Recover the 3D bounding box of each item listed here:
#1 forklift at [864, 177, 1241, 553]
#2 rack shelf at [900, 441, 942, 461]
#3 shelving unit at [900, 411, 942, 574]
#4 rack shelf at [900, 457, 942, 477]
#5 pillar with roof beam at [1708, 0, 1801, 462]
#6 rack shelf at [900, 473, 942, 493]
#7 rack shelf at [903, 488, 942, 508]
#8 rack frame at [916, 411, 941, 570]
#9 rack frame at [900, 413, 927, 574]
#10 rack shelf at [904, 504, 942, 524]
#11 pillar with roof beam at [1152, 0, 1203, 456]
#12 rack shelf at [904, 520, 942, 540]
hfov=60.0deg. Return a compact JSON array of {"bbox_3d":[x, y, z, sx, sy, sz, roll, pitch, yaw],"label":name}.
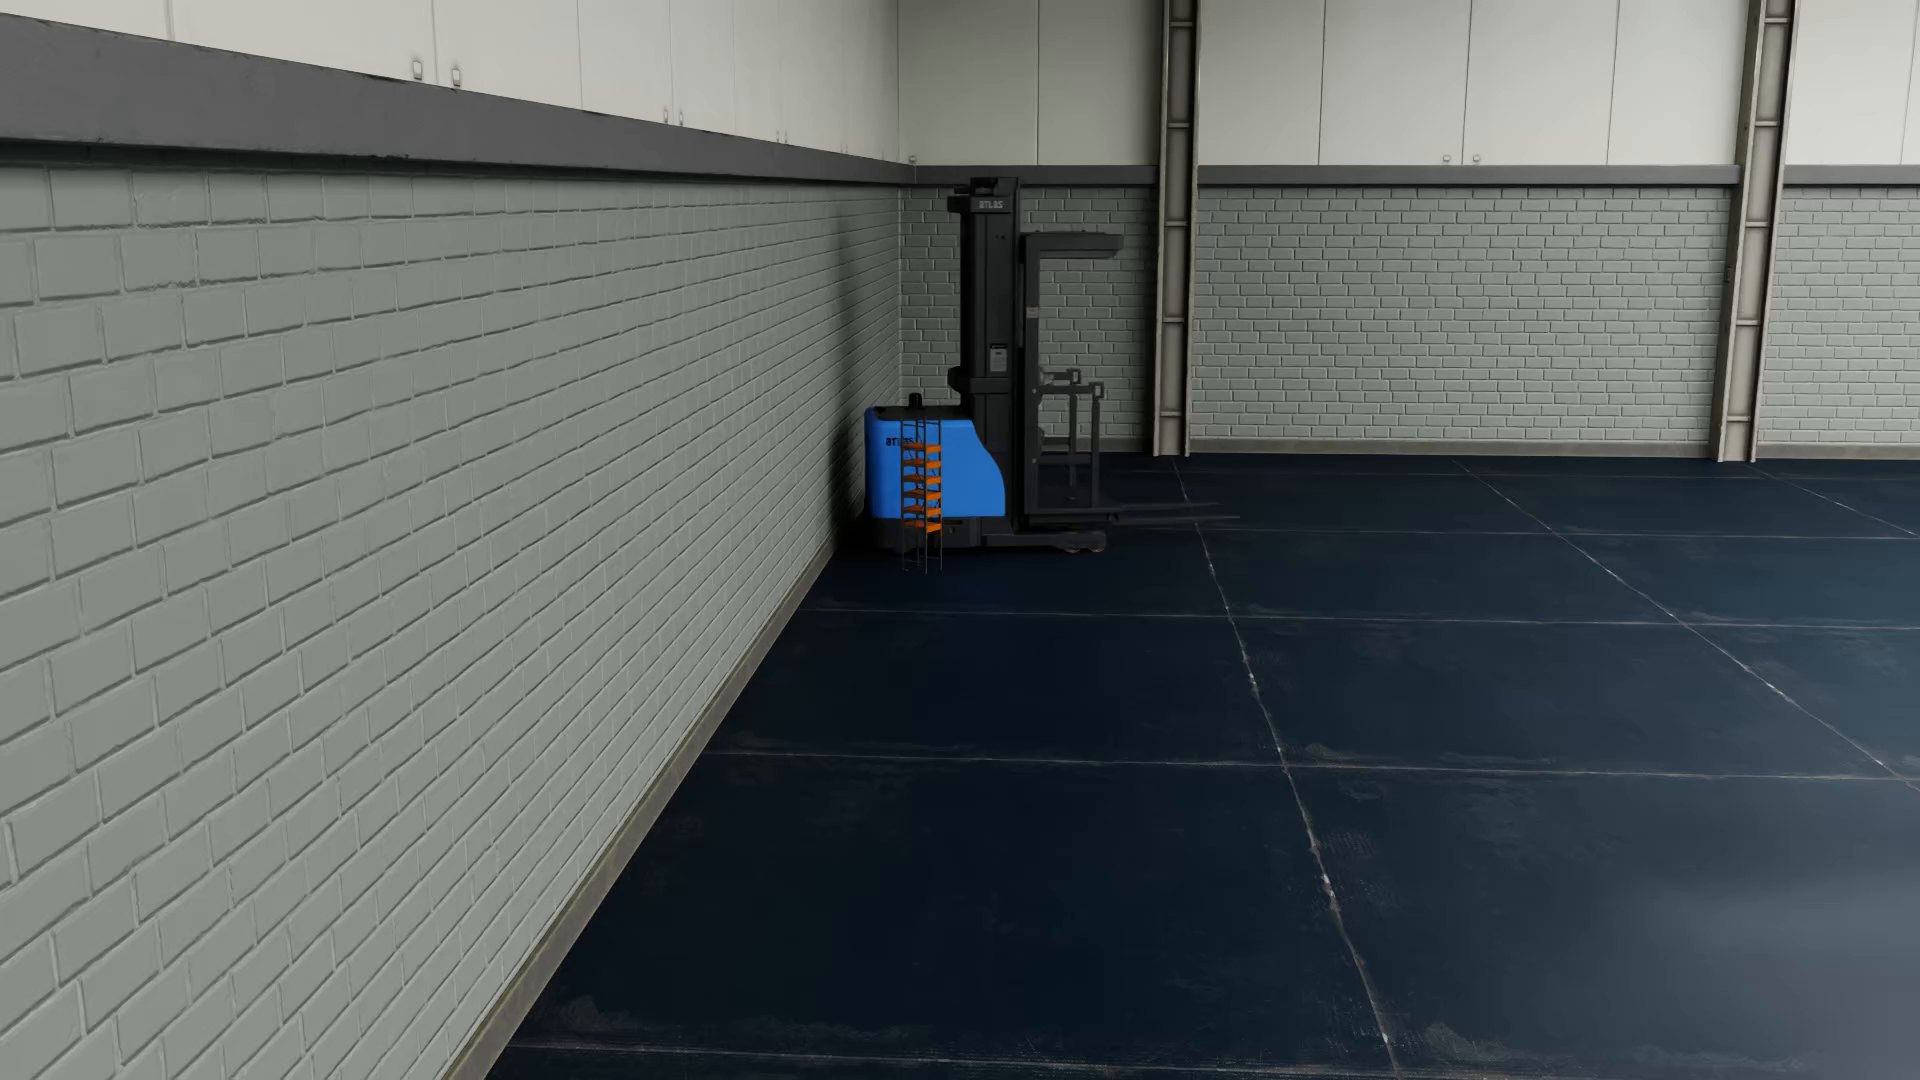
[{"bbox_3d":[0.750,-1.435,13.472,3.031,2.935,1.130,-1,12,-6],"label":"forklift"},{"bbox_3d":[-0.294,-0.669,12.494,0.258,0.103,0.180,9,15,36],"label":"rack shelf"},{"bbox_3d":[-0.294,-0.360,12.558,0.258,1.200,0.189,9,15,36],"label":"shelving unit"},{"bbox_3d":[-0.294,-0.551,12.518,0.258,0.103,0.180,9,15,36],"label":"rack shelf"},{"bbox_3d":[8.013,-4.390,12.776,0.400,9.000,9.100,1,12,4],"label":"pillar with roof beam"},{"bbox_3d":[-0.294,-0.434,12.543,0.258,0.103,0.180,9,15,36],"label":"rack shelf"},{"bbox_3d":[-0.294,-0.316,12.568,0.258,0.103,0.180,9,15,36],"label":"rack shelf"},{"bbox_3d":[-0.239,-0.375,12.630,0.240,1.200,0.006,9,15,36],"label":"rack frame"},{"bbox_3d":[-0.349,-0.345,12.487,0.240,1.200,0.006,9,15,36],"label":"rack frame"},{"bbox_3d":[-0.294,-0.199,12.592,0.258,0.103,0.180,9,15,36],"label":"rack shelf"},{"bbox_3d":[2.026,-4.472,13.169,0.400,9.000,9.100,1,12,4],"label":"pillar with roof beam"},{"bbox_3d":[-0.294,-0.082,12.617,0.258,0.103,0.180,9,15,36],"label":"rack shelf"}]
